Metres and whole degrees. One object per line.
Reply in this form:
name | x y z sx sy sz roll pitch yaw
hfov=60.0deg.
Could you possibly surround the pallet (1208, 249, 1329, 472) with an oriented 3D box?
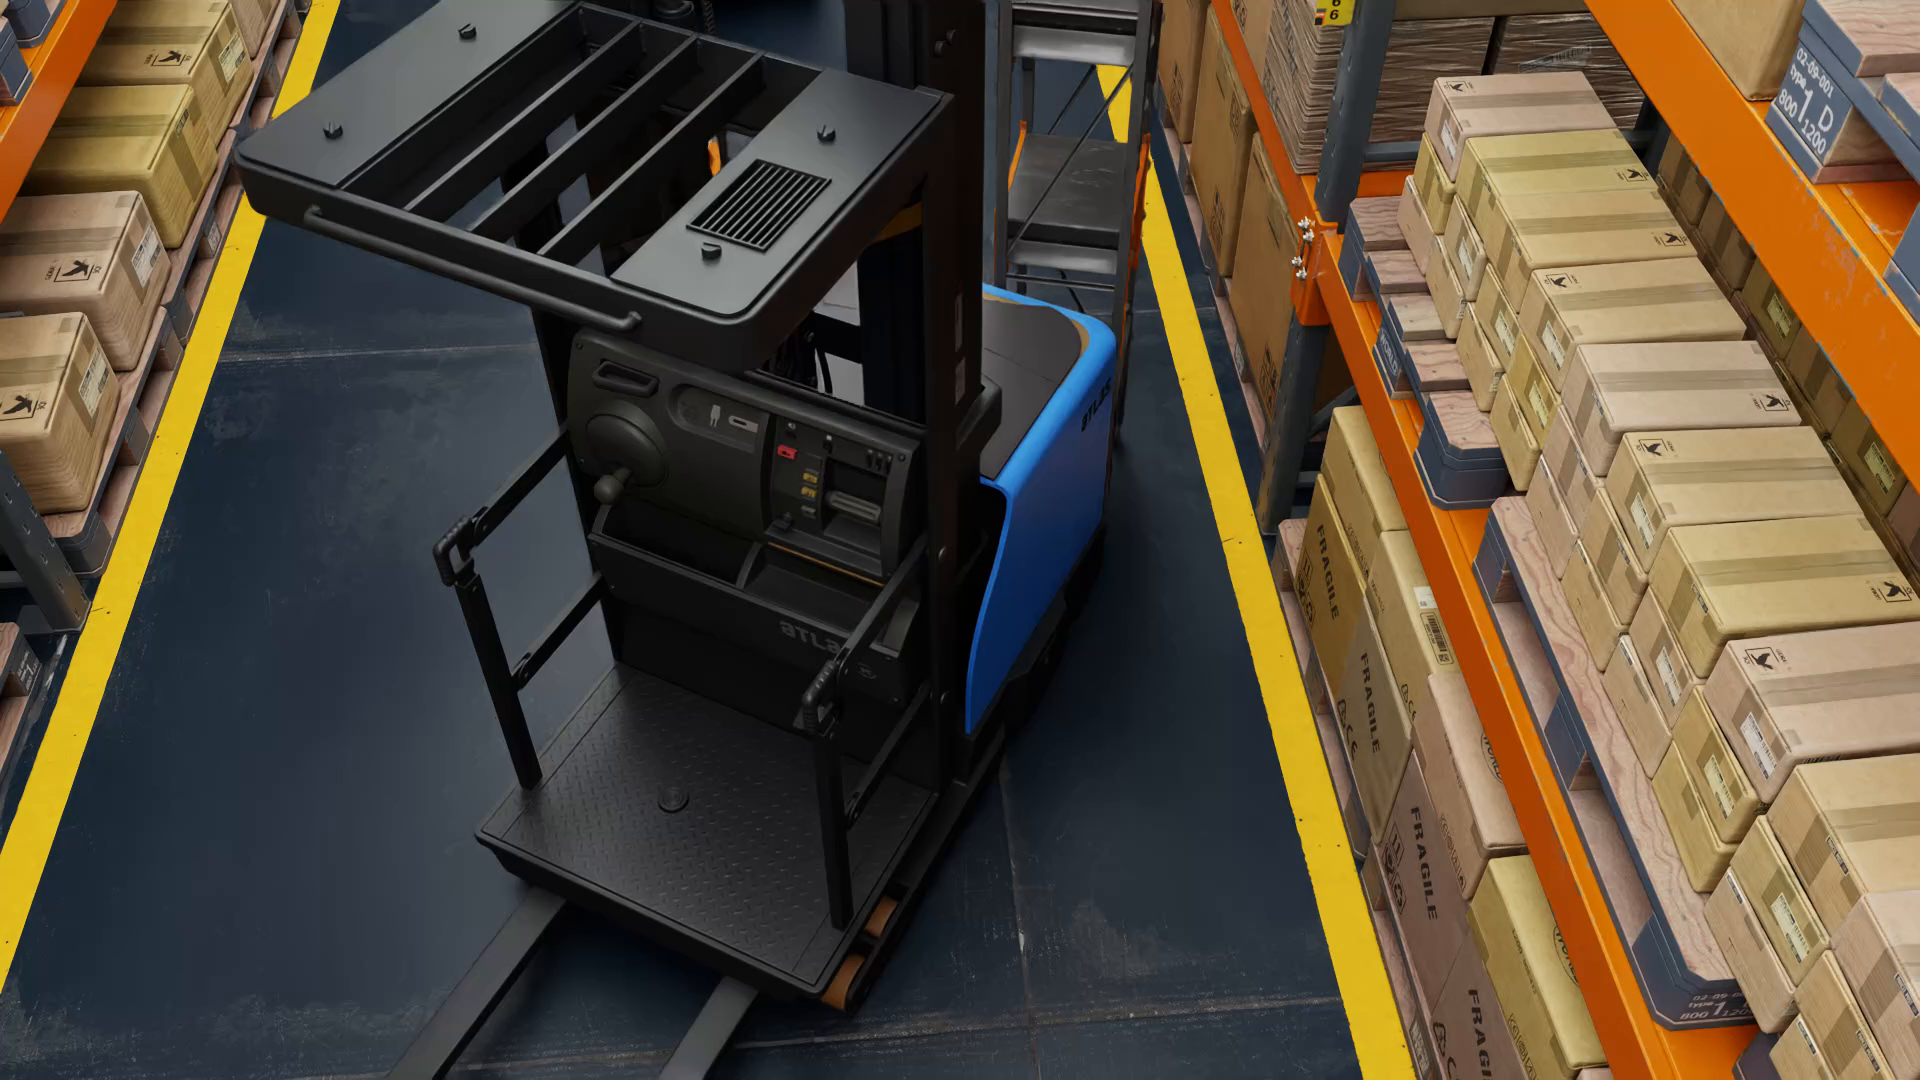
pallet | 1.548 -0.731 6.297 1.003 0.211 1.213 -3 47 -3

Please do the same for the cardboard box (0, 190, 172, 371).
cardboard box | -3.492 -0.924 6.080 0.950 0.372 0.625 -4 47 -4

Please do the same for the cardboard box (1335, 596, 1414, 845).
cardboard box | 1.390 0.491 4.651 0.500 0.500 0.500 -3 47 -3

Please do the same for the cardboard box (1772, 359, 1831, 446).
cardboard box | 2.097 -0.297 3.850 0.380 0.149 0.250 -4 47 -4

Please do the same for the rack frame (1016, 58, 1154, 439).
rack frame | 0.391 -1.124 5.368 0.400 2.100 0.015 8 47 7

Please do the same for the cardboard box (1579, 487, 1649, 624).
cardboard box | 1.489 0.018 3.346 0.380 0.149 0.250 -4 47 -4

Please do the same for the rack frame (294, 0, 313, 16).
rack frame | -3.720 -3.635 7.127 1.000 3.000 0.127 -3 47 -3

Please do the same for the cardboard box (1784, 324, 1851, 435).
cardboard box | 2.103 -0.381 3.724 0.380 0.149 0.250 -3 47 -3

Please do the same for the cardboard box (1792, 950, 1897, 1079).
cardboard box | 1.575 0.775 2.629 0.380 0.149 0.250 -5 47 -5

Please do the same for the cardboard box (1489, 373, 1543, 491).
cardboard box | 1.445 -0.252 3.807 0.380 0.149 0.250 -2 47 -1

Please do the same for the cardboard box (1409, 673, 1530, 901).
cardboard box | 1.427 0.582 4.049 0.500 0.250 0.500 -3 47 -3

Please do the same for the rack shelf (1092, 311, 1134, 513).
rack shelf | 0.347 -0.459 5.721 0.431 0.518 0.480 8 47 7

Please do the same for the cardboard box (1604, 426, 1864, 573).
cardboard box | 1.496 -0.080 3.234 0.380 0.149 0.250 -2 47 -2

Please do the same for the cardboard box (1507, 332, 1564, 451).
cardboard box | 1.451 -0.342 3.687 0.380 0.149 0.250 -3 47 -3

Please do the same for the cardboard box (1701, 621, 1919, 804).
cardboard box | 1.537 0.295 2.879 0.380 0.149 0.250 -5 47 -5

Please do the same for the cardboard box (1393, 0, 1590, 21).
cardboard box | 1.511 -1.818 4.649 0.700 0.500 0.500 -4 47 -4

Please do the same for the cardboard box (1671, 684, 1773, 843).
cardboard box | 1.530 0.389 2.994 0.380 0.149 0.250 -3 47 -3

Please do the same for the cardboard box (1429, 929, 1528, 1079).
cardboard box | 1.480 1.232 3.950 0.500 0.500 0.500 -4 47 -4

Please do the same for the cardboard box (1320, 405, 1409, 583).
cardboard box | 1.356 -0.144 4.736 0.500 0.250 0.500 -5 47 -5

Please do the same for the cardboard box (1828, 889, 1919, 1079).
cardboard box | 1.581 0.667 2.527 0.380 0.149 0.250 -4 47 -3

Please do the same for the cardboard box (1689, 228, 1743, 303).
cardboard box | 2.057 -0.664 4.197 0.380 0.149 0.250 -4 47 -3

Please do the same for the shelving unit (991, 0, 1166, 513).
shelving unit | 0.347 -0.950 5.203 0.431 2.100 0.503 8 47 7

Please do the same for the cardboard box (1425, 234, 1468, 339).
cardboard box | 1.398 -0.643 4.177 0.380 0.149 0.250 -1 47 -1

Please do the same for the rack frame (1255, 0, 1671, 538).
rack frame | 1.539 -1.115 4.740 1.000 3.000 0.127 -3 47 -3

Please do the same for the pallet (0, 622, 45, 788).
pallet | -3.394 0.793 4.854 1.003 0.211 1.213 -3 47 -3

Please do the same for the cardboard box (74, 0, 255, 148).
cardboard box | -3.610 -1.976 7.077 0.950 0.372 0.625 -1 47 -1

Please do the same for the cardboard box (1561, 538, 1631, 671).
cardboard box | 1.488 0.122 3.452 0.380 0.149 0.250 -3 47 -3

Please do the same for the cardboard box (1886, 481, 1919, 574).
cardboard box | 2.144 -0.012 3.375 0.380 0.149 0.250 -2 47 -2

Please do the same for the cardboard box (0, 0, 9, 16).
cardboard box | -3.197 -1.653 5.133 0.380 0.149 0.250 -3 47 -3

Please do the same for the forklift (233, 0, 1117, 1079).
forklift | -0.630 -0.102 3.828 1.130 2.935 3.031 20 50 18

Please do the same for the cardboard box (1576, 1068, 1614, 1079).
cardboard box | 1.530 1.340 3.331 0.500 0.250 0.500 -1 47 -1

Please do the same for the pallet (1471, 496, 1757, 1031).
pallet | 1.746 0.381 3.455 1.003 0.211 1.213 -3 47 -3

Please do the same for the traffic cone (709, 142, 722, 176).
traffic cone | -1.200 -1.801 7.137 0.336 0.463 0.334 -3 47 -3

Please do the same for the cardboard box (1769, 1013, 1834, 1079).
cardboard box | 1.581 0.896 2.719 0.380 0.149 0.250 -6 47 -5

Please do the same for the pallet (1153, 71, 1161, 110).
pallet | 1.344 -2.496 7.969 1.003 0.211 1.213 -3 47 -3

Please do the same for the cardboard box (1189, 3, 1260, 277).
cardboard box | 1.501 -1.564 6.426 1.050 0.750 0.750 -3 47 -3

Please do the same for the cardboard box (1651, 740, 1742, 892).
cardboard box | 1.531 0.504 3.091 0.380 0.149 0.250 -2 47 -2

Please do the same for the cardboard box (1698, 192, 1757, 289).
cardboard box | 2.058 -0.752 4.076 0.380 0.149 0.250 -2 47 -2

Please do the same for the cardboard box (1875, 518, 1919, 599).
cardboard box | 2.141 0.084 3.488 0.380 0.149 0.250 -2 47 -2

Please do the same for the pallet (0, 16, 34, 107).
pallet | -3.551 -1.184 4.938 1.213 0.211 1.003 -3 47 -3

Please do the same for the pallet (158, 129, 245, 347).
pallet | -3.548 -1.228 6.768 1.003 0.211 1.213 -3 47 -3

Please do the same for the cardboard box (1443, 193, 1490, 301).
cardboard box | 1.404 -0.717 4.042 0.380 0.149 0.250 -1 47 -1

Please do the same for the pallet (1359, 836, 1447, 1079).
pallet | 1.702 1.290 4.383 1.003 0.211 1.213 -3 47 -3

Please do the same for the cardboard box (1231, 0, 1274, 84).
cardboard box | 1.193 -1.820 5.339 0.500 0.500 0.500 -3 47 -3

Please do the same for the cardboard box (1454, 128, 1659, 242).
cardboard box | 1.410 -0.837 3.951 0.380 0.149 0.250 -5 47 -4

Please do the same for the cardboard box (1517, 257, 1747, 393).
cardboard box | 1.448 -0.468 3.601 0.380 0.149 0.250 -5 47 -5

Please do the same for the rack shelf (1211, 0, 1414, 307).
rack shelf | 1.372 -2.314 6.372 1.077 0.370 4.000 -3 47 -3

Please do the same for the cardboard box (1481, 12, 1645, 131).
cardboard box | 1.770 -1.490 5.027 0.500 0.500 0.500 -3 47 -3
